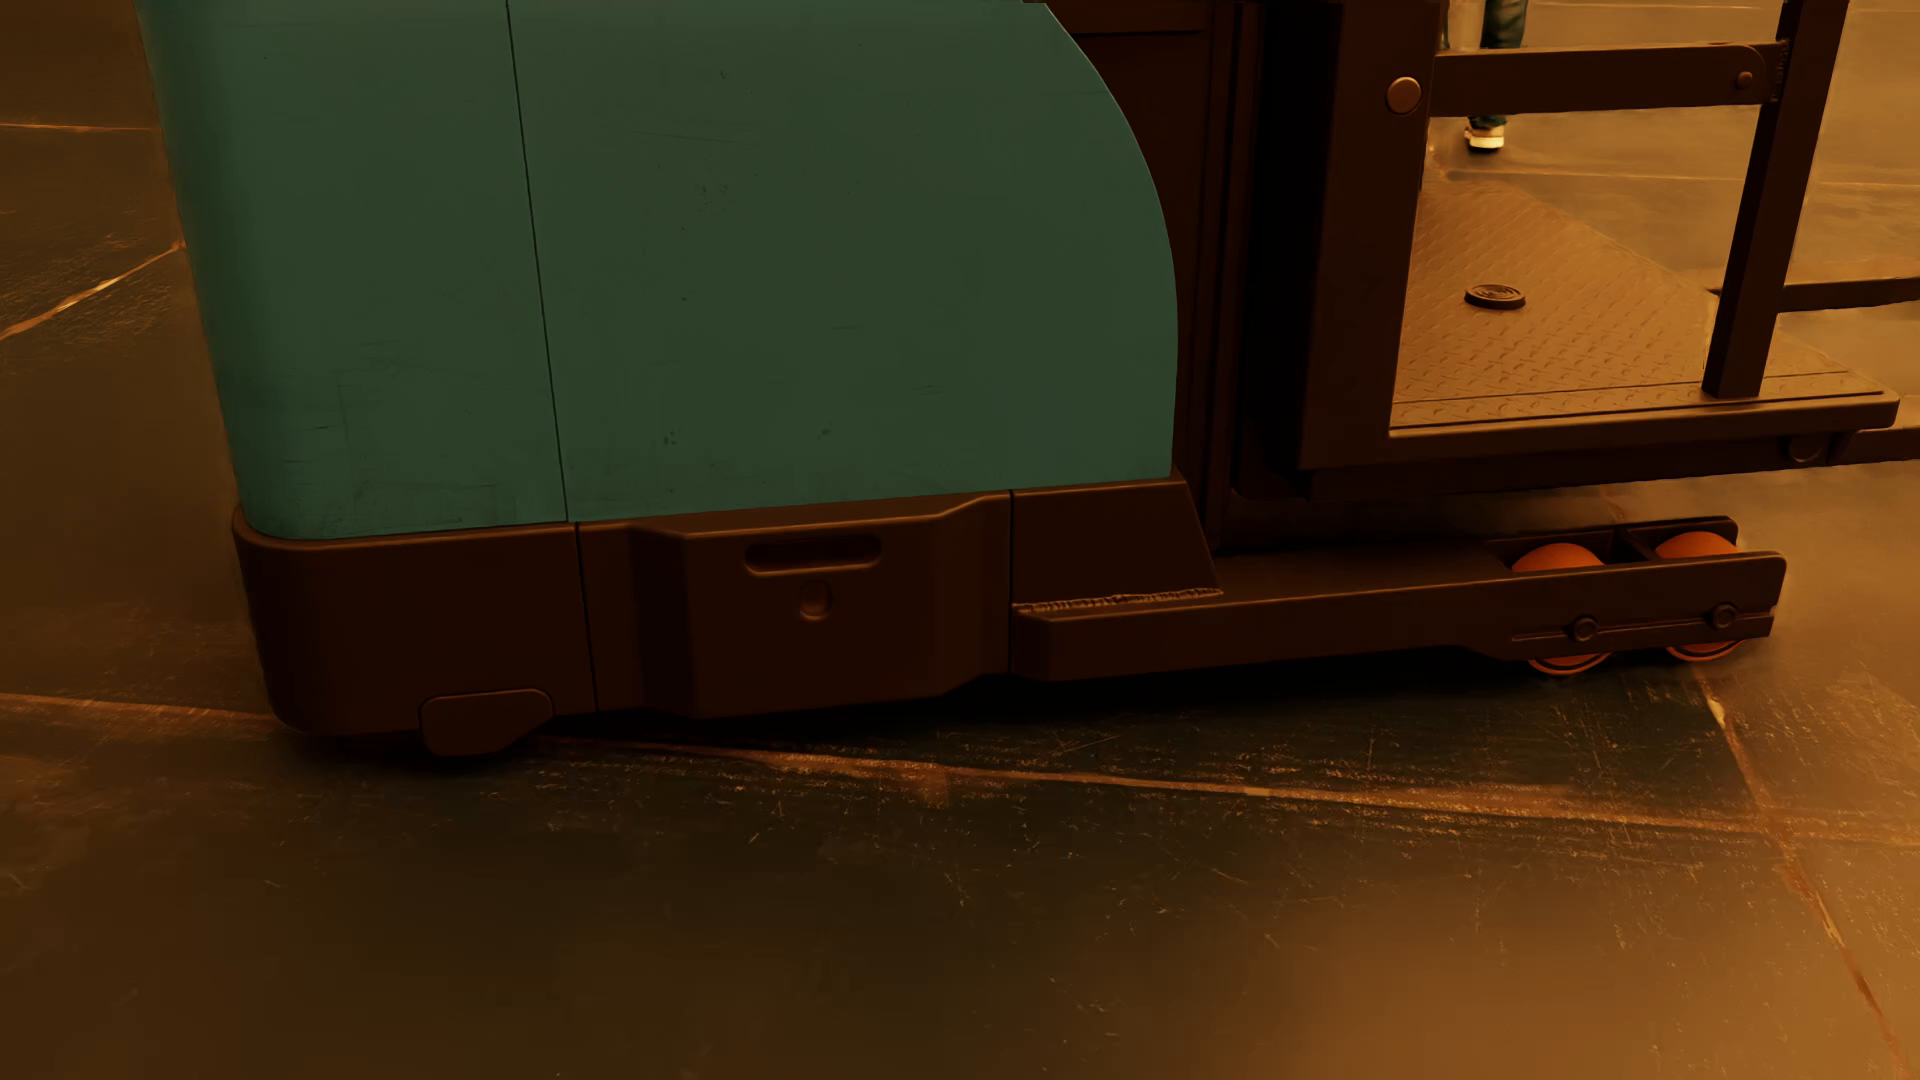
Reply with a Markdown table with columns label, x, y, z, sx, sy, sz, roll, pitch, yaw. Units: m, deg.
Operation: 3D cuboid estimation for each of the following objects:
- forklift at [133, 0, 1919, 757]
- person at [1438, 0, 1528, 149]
| label | x | y | z | sx | sy | sz | roll | pitch | yaw |
| --- | --- | --- | --- | --- | --- | --- | --- | --- | --- |
| forklift | 0.603 | -1.365 | 1.954 | 3.031 | 2.935 | 1.130 | -5 | 27 | -9 |
| person | 1.449 | -1.875 | 4.494 | 0.534 | 1.578 | 0.425 | 2 | 27 | 4 |
